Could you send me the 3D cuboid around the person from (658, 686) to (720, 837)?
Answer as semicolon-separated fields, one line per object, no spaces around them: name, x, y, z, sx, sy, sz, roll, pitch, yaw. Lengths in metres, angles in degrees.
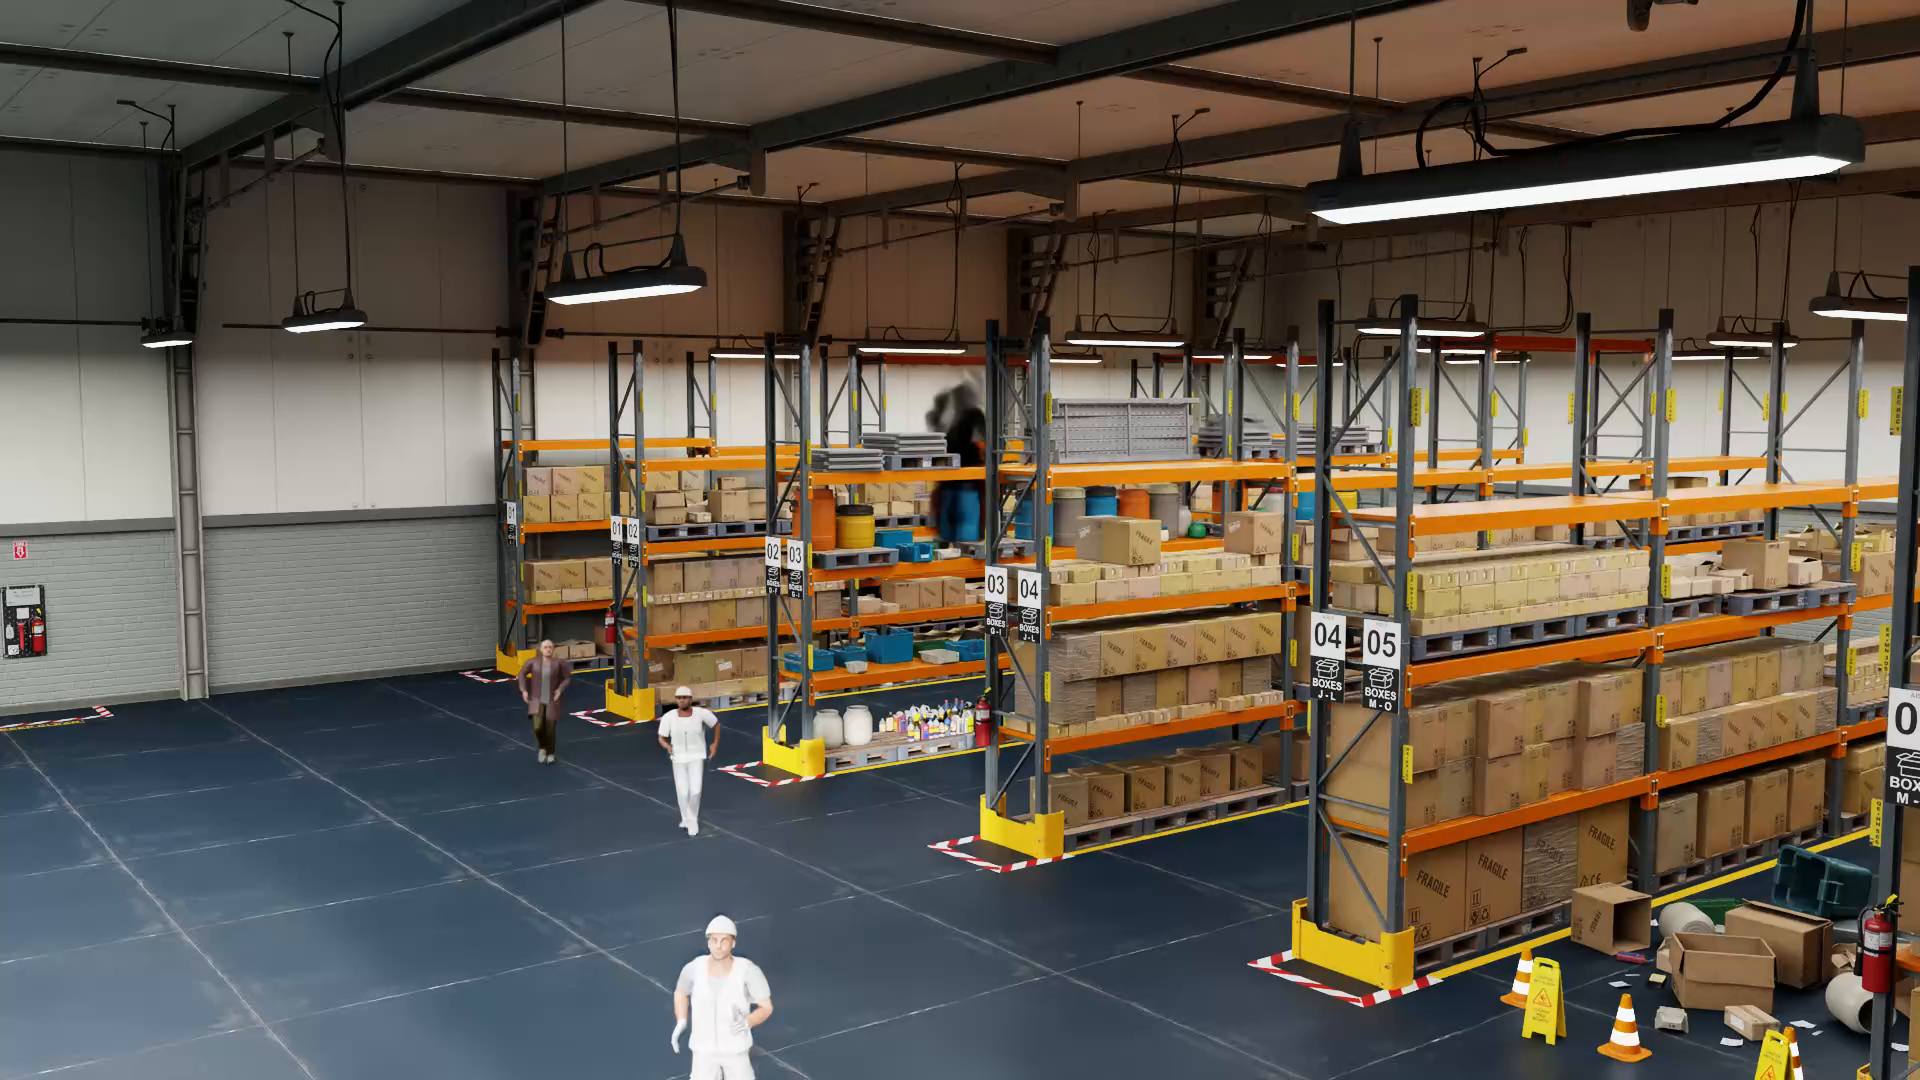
person;-3.190;2.592;19.527;0.710;1.759;0.690;0;5;-2

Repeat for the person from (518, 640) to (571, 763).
person;-5.777;2.261;23.169;0.720;1.736;0.646;-1;5;-14

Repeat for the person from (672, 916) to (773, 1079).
person;-1.557;3.329;10.871;0.670;1.765;0.914;0;5;0
